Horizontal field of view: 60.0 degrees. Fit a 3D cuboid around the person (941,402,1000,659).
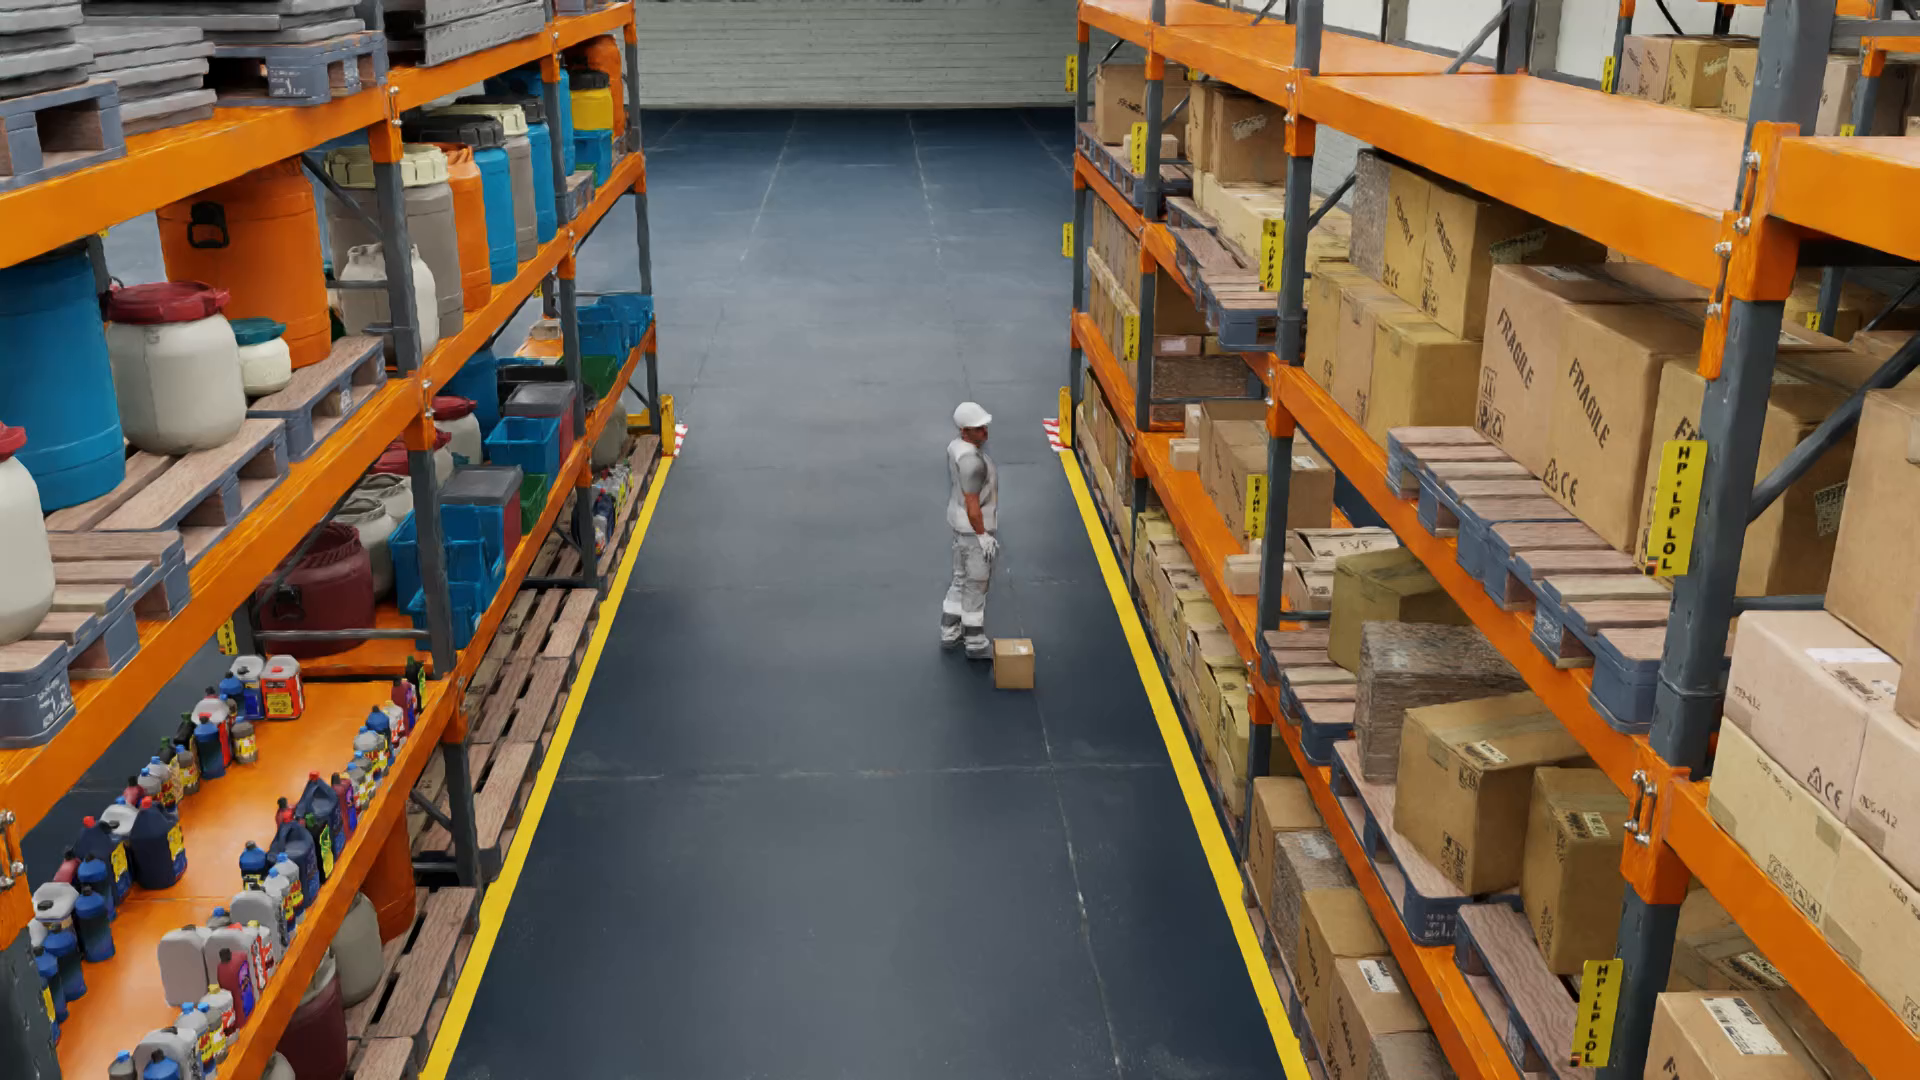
[{"bbox_3d":[0.100,-0.075,11.208,0.432,1.789,0.582,-5,21,-13],"label":"person"}]
